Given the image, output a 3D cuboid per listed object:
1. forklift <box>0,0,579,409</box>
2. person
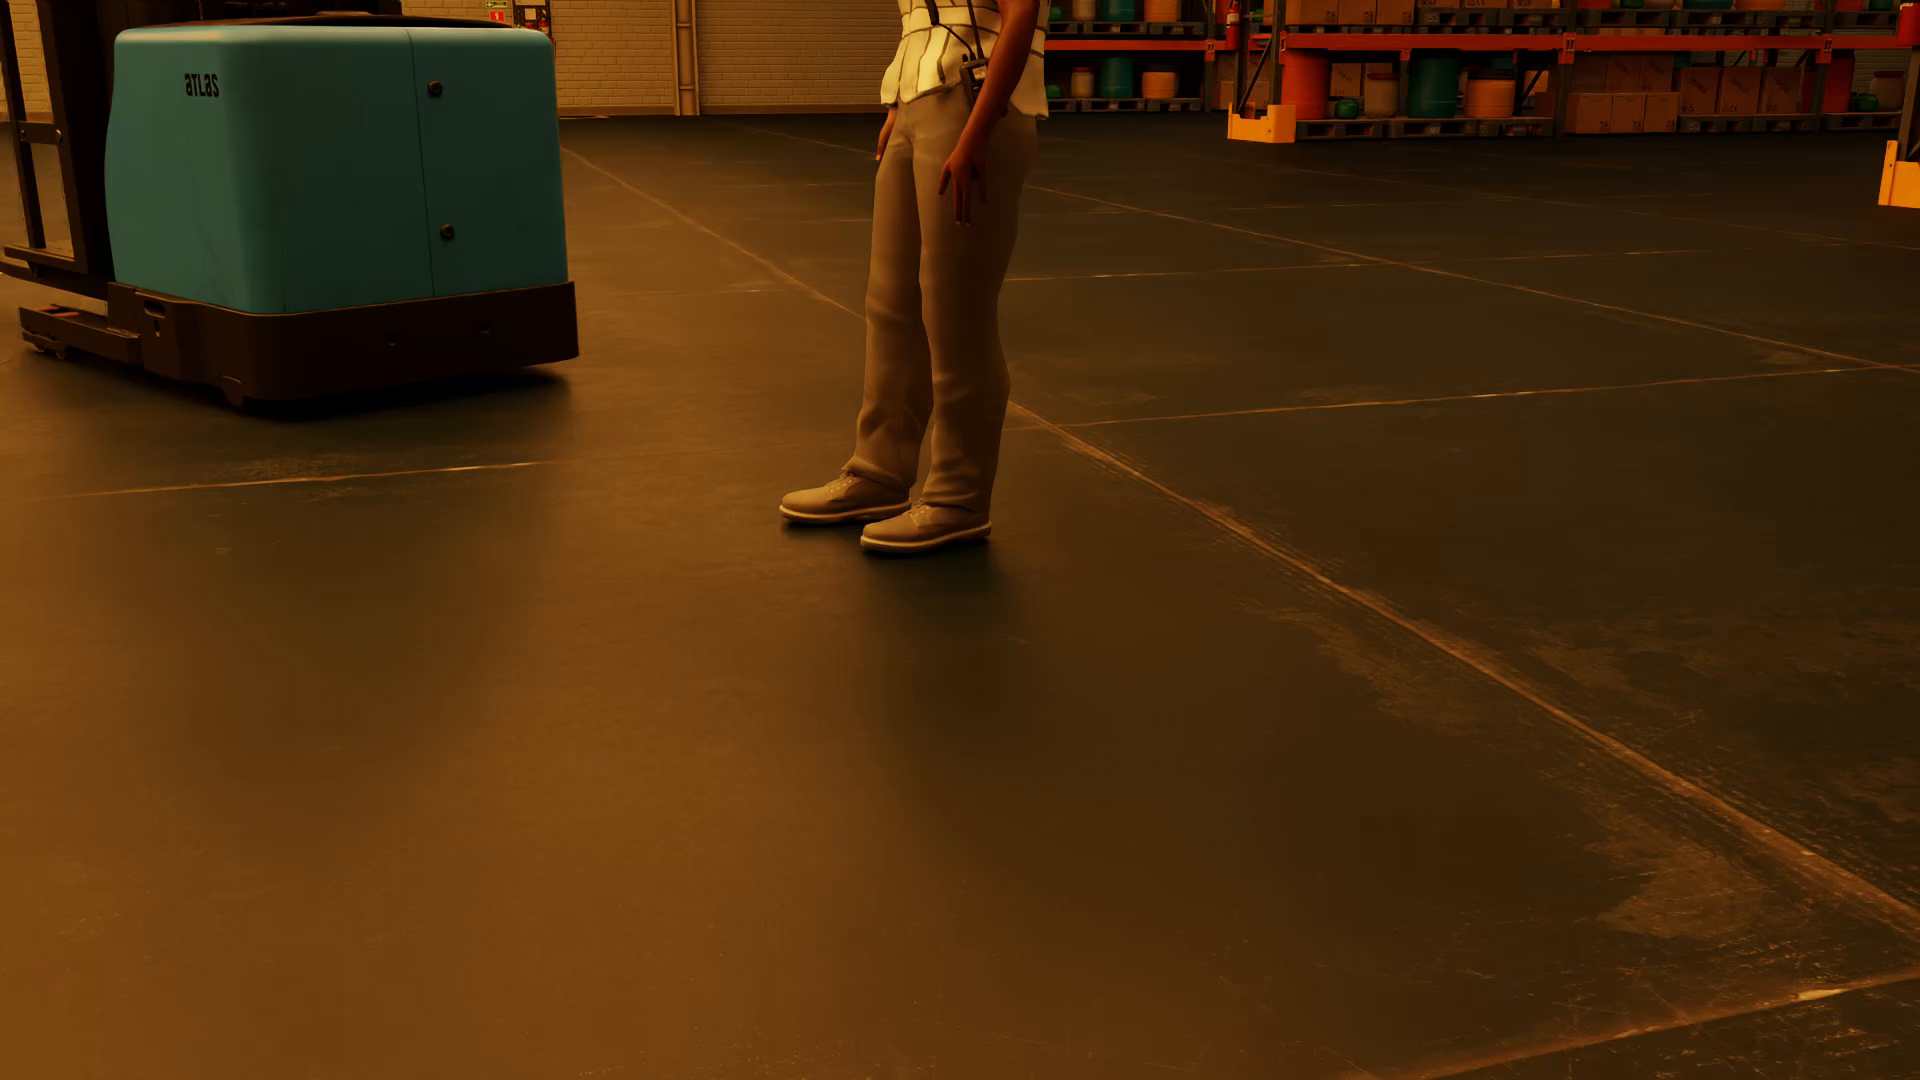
[{"bbox_3d":[-2.635,-2.113,5.571,3.031,2.935,1.130,15,22,42],"label":"forklift"},{"bbox_3d":[-0.078,-0.819,3.322,0.528,1.697,0.570,-5,17,-17],"label":"person"}]
